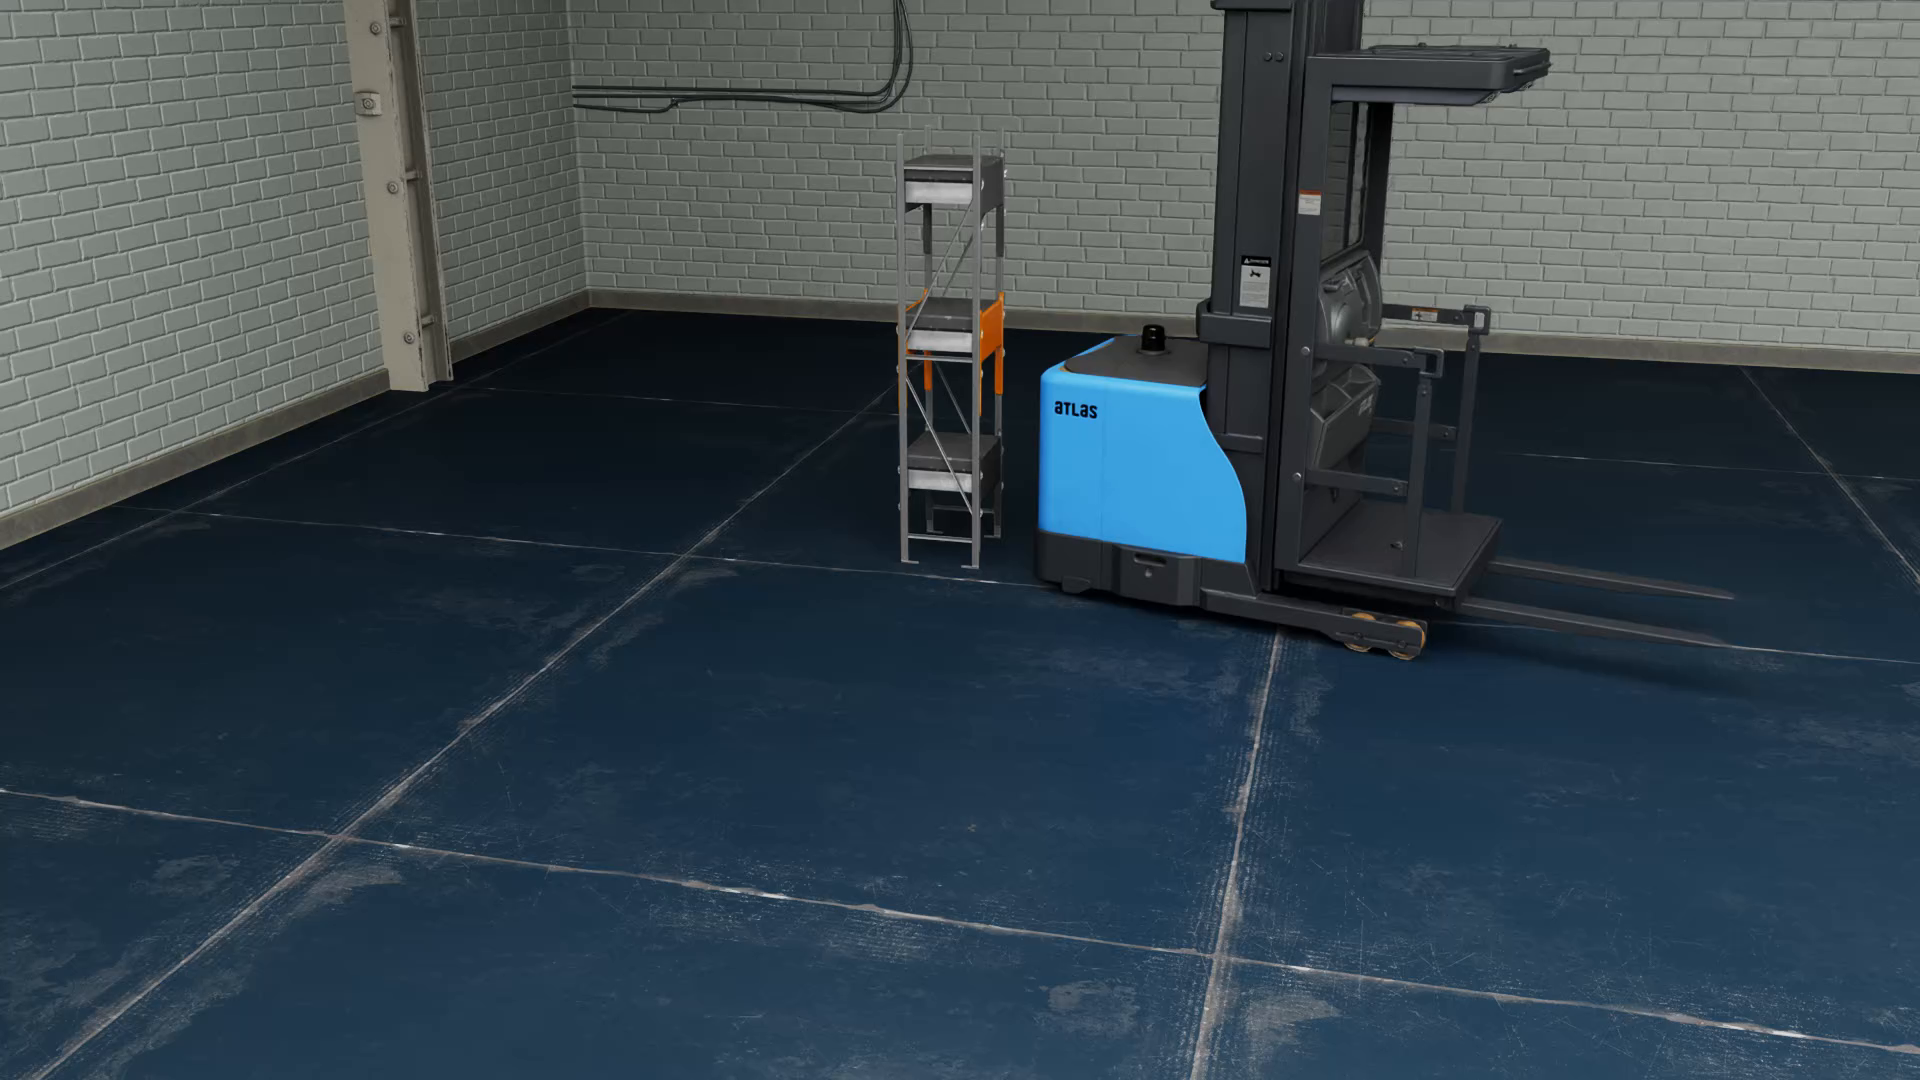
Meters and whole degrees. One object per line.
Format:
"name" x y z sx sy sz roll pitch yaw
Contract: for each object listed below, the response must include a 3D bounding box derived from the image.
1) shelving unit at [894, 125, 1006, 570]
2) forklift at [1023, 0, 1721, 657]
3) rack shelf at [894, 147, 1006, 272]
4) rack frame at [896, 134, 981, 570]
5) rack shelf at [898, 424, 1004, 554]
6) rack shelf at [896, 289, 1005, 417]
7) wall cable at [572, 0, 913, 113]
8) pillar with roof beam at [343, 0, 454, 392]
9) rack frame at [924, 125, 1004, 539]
"shelving unit" -0.040 -0.942 8.196 0.431 2.100 0.503 5 19 13
"forklift" 1.853 -1.076 7.302 3.031 2.935 1.130 10 21 26
"rack shelf" -0.040 -1.591 7.974 0.431 0.518 0.480 5 19 13
"rack frame" -0.100 -0.865 7.972 0.400 2.100 0.015 5 19 13
"rack shelf" -0.040 -0.266 8.427 0.431 0.518 0.480 5 19 13
"rack shelf" -0.040 -0.929 8.201 0.431 0.518 0.480 5 19 13
"wall cable" -1.884 -4.731 13.421 3.097 2.526 0.112 5 19 13
"pillar with roof beam" 0.289 -5.042 9.526 9.100 9.000 0.400 5 19 13
"rack frame" 0.019 -1.018 8.420 0.400 2.100 0.015 5 19 13
